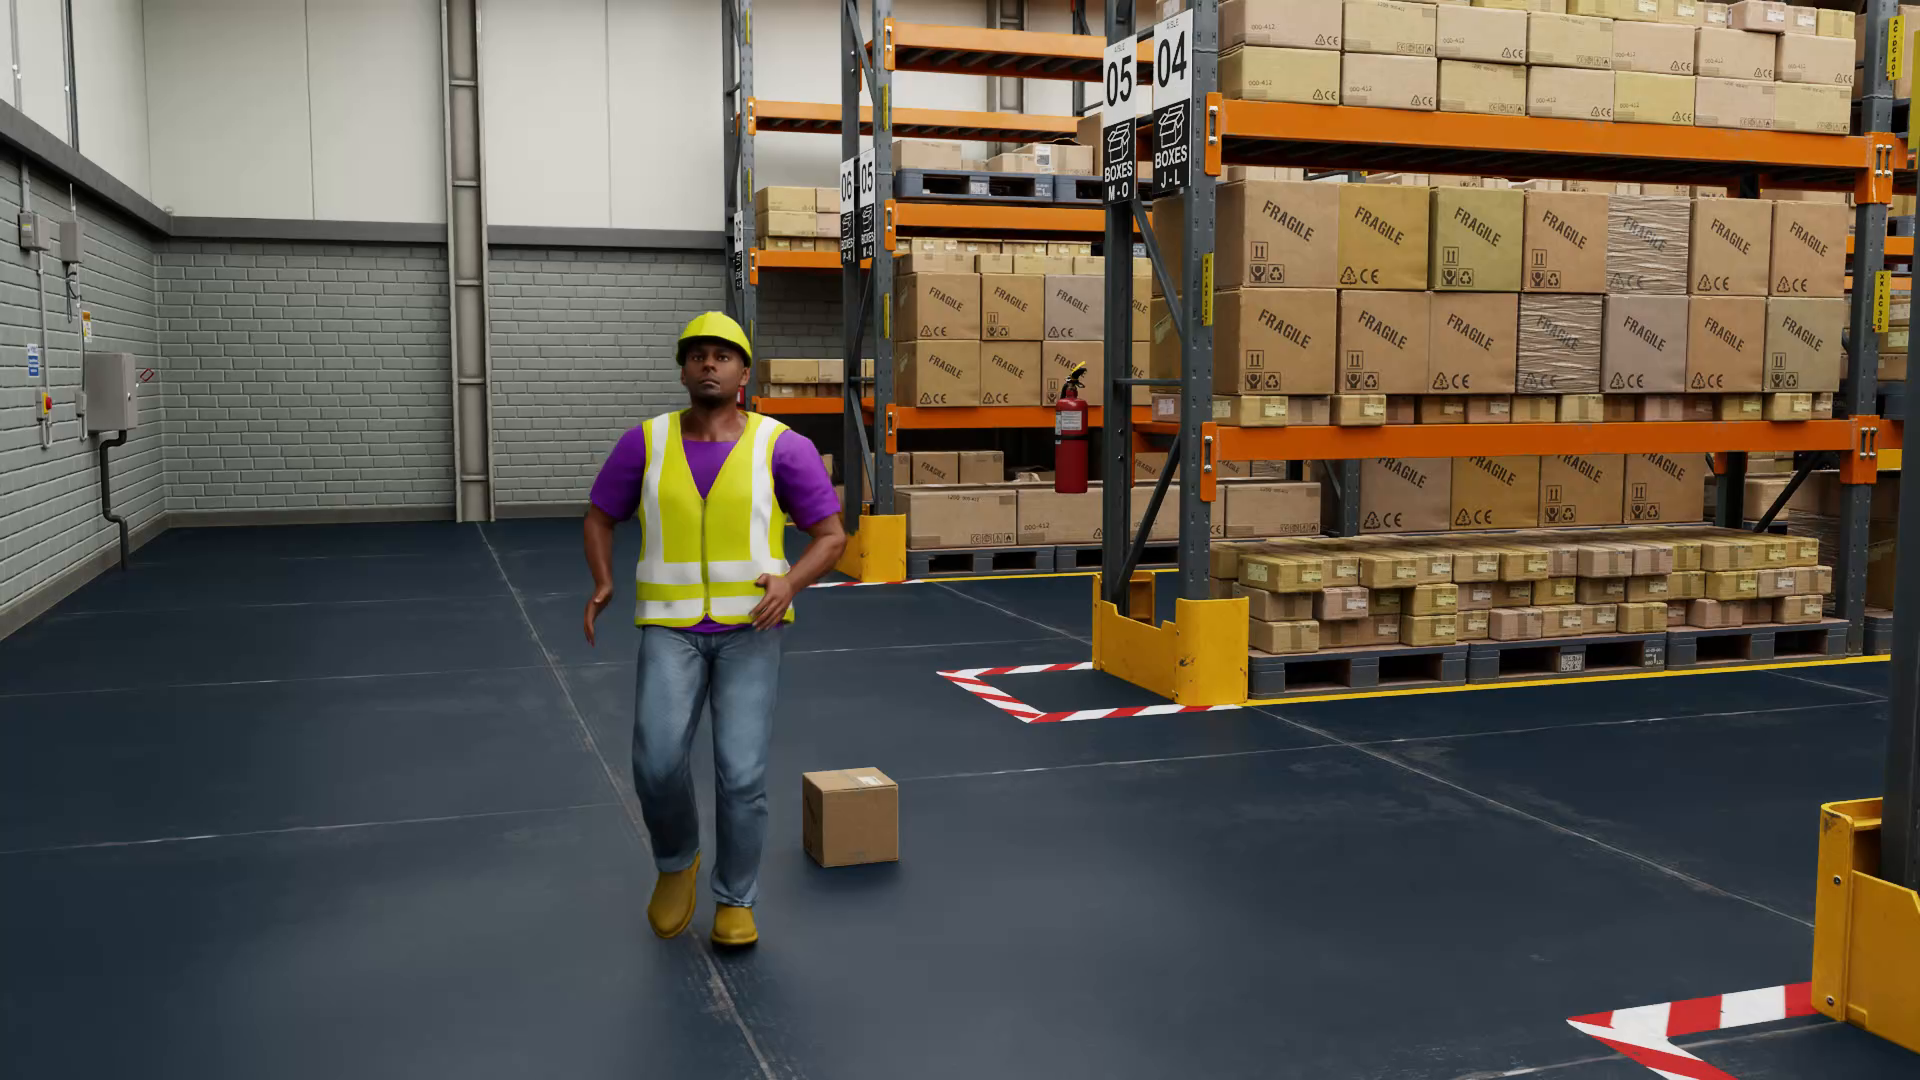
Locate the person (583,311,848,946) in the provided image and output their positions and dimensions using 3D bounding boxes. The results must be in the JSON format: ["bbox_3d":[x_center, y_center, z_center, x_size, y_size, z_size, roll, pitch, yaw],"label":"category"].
[{"bbox_3d":[-0.678,0.241,4.527,0.742,1.720,0.524,0,6,-3],"label":"person"}]
